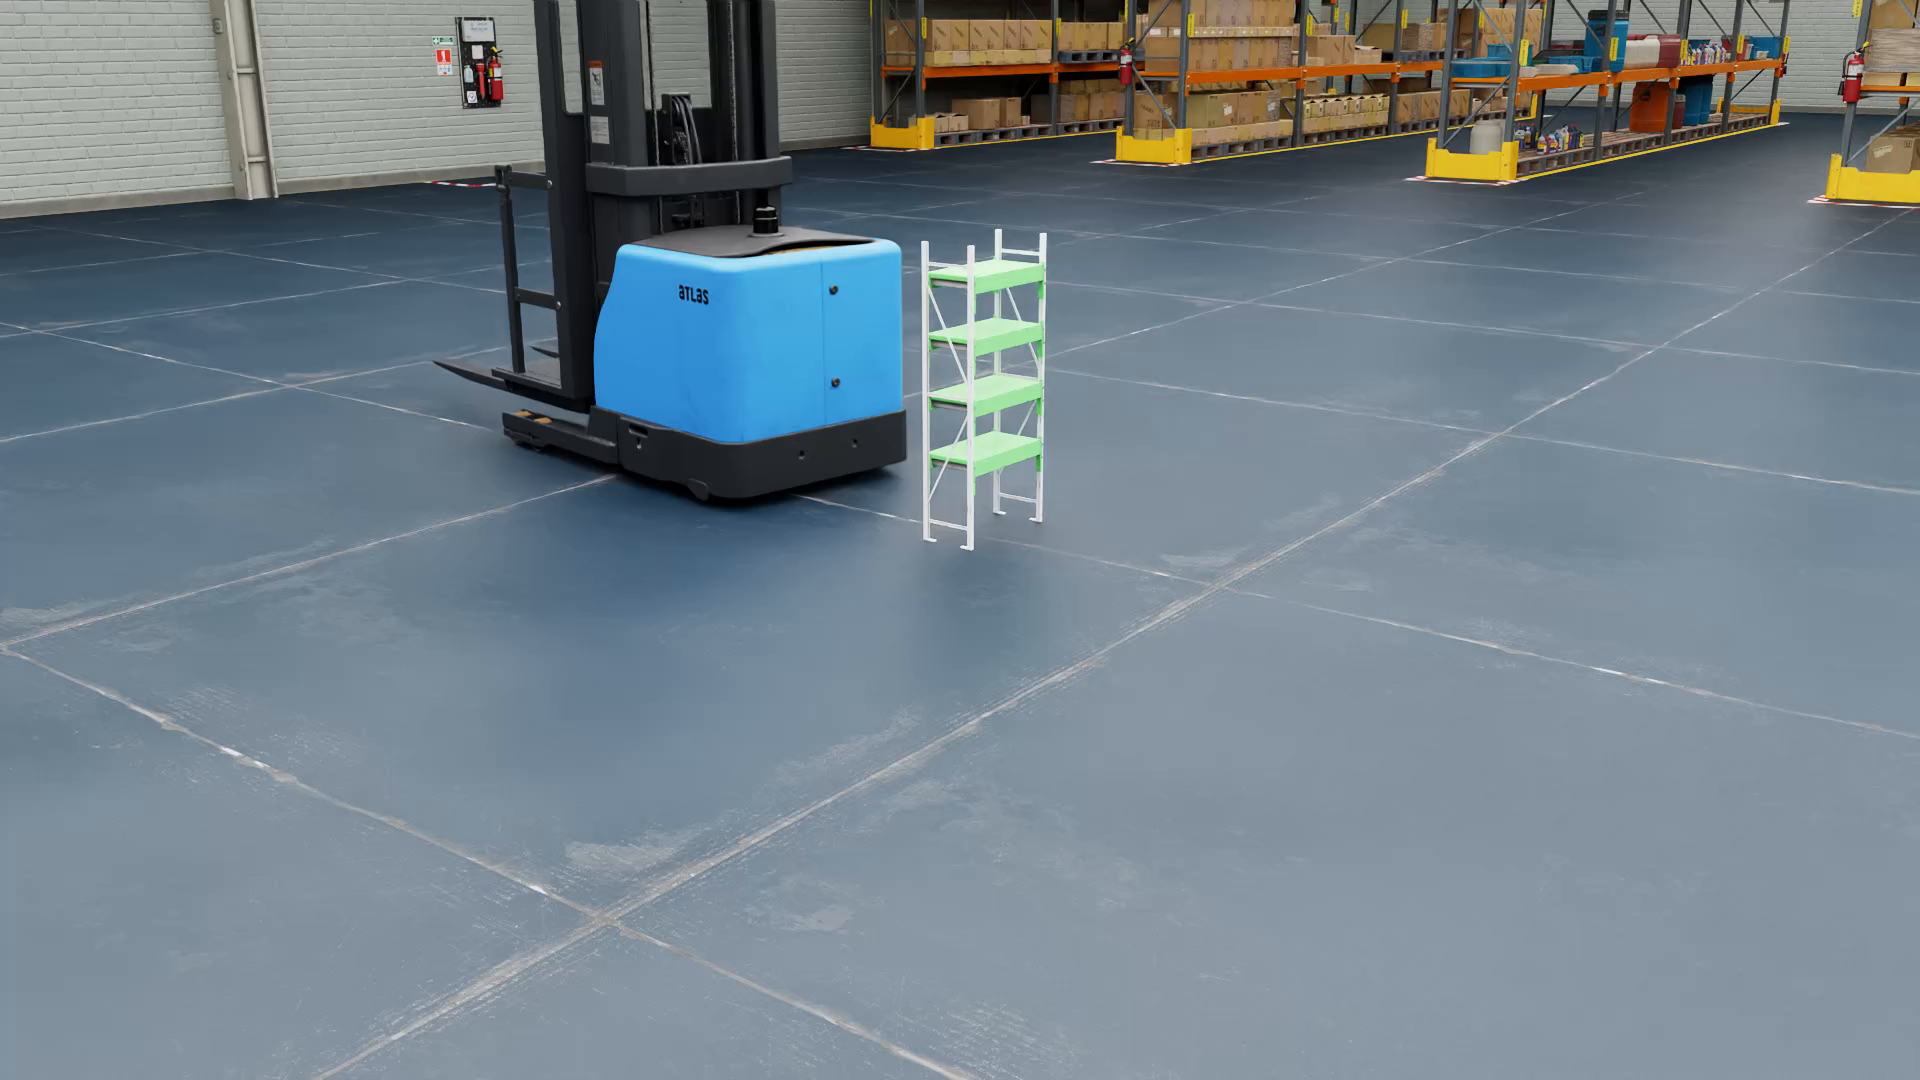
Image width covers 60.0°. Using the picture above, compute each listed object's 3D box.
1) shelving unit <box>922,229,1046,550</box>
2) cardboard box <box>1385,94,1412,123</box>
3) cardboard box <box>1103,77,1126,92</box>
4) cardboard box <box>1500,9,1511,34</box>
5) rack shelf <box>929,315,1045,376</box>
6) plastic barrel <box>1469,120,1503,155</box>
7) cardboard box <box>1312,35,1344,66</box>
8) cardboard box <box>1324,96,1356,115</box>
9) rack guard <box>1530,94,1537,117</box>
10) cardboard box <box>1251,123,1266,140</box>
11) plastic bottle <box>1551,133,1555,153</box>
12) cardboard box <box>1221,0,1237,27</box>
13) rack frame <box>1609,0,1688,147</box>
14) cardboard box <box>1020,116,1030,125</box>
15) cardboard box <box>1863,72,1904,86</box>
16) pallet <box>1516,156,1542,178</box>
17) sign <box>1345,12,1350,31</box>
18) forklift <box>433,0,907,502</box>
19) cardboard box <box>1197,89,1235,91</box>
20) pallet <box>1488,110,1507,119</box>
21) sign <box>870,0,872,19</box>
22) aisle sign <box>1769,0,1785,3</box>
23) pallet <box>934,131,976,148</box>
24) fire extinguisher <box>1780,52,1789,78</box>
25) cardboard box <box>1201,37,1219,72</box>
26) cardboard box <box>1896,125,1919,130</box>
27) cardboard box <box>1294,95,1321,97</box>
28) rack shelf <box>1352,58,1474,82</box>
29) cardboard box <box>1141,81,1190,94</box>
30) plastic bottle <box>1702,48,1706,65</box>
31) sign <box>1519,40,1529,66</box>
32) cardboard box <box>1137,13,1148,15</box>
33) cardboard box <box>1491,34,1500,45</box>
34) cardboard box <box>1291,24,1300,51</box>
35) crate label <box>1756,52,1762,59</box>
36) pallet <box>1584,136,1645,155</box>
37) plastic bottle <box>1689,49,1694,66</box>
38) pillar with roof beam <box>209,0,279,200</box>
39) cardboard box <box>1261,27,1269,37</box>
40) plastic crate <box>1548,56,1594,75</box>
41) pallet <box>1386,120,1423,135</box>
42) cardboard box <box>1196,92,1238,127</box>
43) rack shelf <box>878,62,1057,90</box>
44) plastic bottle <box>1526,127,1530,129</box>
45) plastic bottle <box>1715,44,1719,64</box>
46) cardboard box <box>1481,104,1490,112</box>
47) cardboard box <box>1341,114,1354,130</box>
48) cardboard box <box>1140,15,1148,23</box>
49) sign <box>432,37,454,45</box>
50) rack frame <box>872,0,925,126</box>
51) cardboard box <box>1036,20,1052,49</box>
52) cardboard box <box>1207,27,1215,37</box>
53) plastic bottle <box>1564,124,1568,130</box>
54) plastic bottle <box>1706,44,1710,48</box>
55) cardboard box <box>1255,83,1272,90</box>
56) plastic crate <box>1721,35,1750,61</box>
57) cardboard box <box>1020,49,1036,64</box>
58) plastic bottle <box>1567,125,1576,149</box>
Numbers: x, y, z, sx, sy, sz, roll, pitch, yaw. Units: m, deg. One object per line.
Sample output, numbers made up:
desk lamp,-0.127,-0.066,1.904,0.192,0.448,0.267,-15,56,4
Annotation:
shelving unit,0.099,-0.612,6.693,0.258,1.200,0.503,12,21,35
cardboard box,8.220,-8.191,31.535,0.500,0.500,0.500,14,22,37
cardboard box,2.962,-9.060,33.070,0.500,0.250,0.500,13,21,36
cardboard box,11.223,-10.902,34.939,0.500,0.500,0.500,12,21,33
rack shelf,0.099,-0.781,6.641,0.258,0.148,0.480,12,21,35
plastic barrel,7.260,-5.518,22.941,0.421,0.512,0.421,0,17,0
cardboard box,6.419,-8.636,29.328,0.500,0.500,0.500,12,21,35
cardboard box,6.698,-7.740,29.593,0.500,0.311,0.500,13,22,36
rack guard,12.441,-9.810,37.491,1.175,0.500,0.348,12,21,35
cardboard box,4.644,-6.663,27.071,0.500,0.250,0.500,12,21,35
plastic bottle,8.523,-5.724,23.978,0.097,0.271,0.097,0,17,0
cardboard box,3.882,-8.246,25.885,0.700,0.500,0.500,13,21,35
rack frame,11.695,-8.240,28.222,1.000,3.000,0.127,12,21,35
cardboard box,1.061,-7.763,30.719,0.380,0.166,0.250,9,20,28
cardboard box,10.911,-5.444,19.641,0.380,0.149,0.250,12,21,35
pallet,7.425,-5.222,23.205,1.003,0.211,1.213,12,21,35
sign,7.278,-9.725,31.185,0.100,0.325,0.005,12,21,35
forklift,-1.628,-1.925,8.000,1.130,2.935,3.031,-16,23,-41
cardboard box,4.213,-7.116,27.265,0.500,0.500,0.500,12,21,35
pallet,11.239,-9.193,35.991,1.003,0.211,1.213,12,21,35
sign,-1.461,-8.892,27.836,0.100,0.325,0.005,12,21,35
aisle sign,16.740,-11.353,33.860,0.394,0.787,0.004,12,21,35
pallet,-0.470,-6.959,28.798,1.003,0.211,1.213,12,21,35
fire extinguisher,16.917,-9.886,34.281,0.296,0.674,0.183,12,21,35
cardboard box,3.550,-7.494,25.649,0.700,0.500,0.500,13,22,36
cardboard box,12.684,-5.193,21.916,0.500,0.500,0.500,-12,21,-33
cardboard box,6.254,-7.829,29.879,0.500,0.311,0.500,12,21,34
rack shelf,8.911,-9.249,32.684,1.077,0.370,4.000,12,21,35
cardboard box,4.283,-9.317,34.605,0.750,0.750,0.750,12,21,34
plastic bottle,13.266,-8.629,29.669,0.061,0.283,0.133,12,21,35
sign,7.368,-6.369,21.728,0.100,0.325,0.005,12,21,35
cardboard box,3.801,-10.702,34.181,0.500,0.250,0.500,13,22,36
cardboard box,10.928,-10.313,34.727,0.500,0.500,0.500,13,21,36
cardboard box,7.324,-11.561,38.410,0.980,0.700,0.700,11,20,32
crate label,15.791,-9.685,33.218,0.396,0.136,0.243,12,21,35
pallet,10.475,-6.442,27.131,1.003,0.211,1.213,12,21,35
plastic bottle,12.743,-8.420,28.996,0.061,0.283,0.133,12,21,35
pillar with roof beam,-4.998,-7.651,16.209,9.100,9.000,0.400,12,21,35
cardboard box,4.739,-8.177,26.754,0.380,0.149,0.250,12,21,34
plastic crate,8.871,-6.905,24.173,0.499,0.251,0.616,12,21,35
pallet,8.195,-7.956,32.008,1.003,0.211,1.213,12,21,35
cardboard box,4.035,-6.786,26.202,0.500,0.500,0.500,12,21,35
rack shelf,0.164,-8.218,29.364,1.077,0.370,4.000,12,21,35
plastic bottle,8.600,-6.117,25.234,0.152,0.276,0.135,13,22,37
plastic bottle,13.794,-8.893,30.406,0.144,0.351,0.185,12,21,35
cardboard box,11.034,-9.196,35.334,0.380,0.166,0.250,12,21,35
cardboard box,6.691,-7.470,29.669,0.500,0.250,0.500,13,21,36
cardboard box,3.558,-10.471,33.401,0.380,0.149,0.250,9,20,28
sign,-6.786,-6.551,21.826,0.001,0.109,0.331,12,21,35
rack frame,-1.028,-8.086,27.723,1.000,3.000,0.127,12,21,35
cardboard box,1.322,-9.167,30.161,0.500,0.500,0.500,12,21,35
cardboard box,3.665,-7.747,25.369,0.380,0.149,0.250,13,21,35
plastic bottle,9.044,-6.054,24.905,0.144,0.351,0.185,12,21,35
plastic bottle,13.678,-8.918,30.488,0.144,0.351,0.185,12,21,35
cardboard box,6.650,-10.111,37.751,0.700,0.500,0.500,13,21,35
plastic crate,14.812,-9.421,31.813,0.402,0.464,0.583,12,21,35
cardboard box,1.013,-8.693,29.897,0.500,0.250,0.500,13,21,35
plastic bottle,9.046,-5.983,24.676,0.144,0.351,0.185,11,20,32
